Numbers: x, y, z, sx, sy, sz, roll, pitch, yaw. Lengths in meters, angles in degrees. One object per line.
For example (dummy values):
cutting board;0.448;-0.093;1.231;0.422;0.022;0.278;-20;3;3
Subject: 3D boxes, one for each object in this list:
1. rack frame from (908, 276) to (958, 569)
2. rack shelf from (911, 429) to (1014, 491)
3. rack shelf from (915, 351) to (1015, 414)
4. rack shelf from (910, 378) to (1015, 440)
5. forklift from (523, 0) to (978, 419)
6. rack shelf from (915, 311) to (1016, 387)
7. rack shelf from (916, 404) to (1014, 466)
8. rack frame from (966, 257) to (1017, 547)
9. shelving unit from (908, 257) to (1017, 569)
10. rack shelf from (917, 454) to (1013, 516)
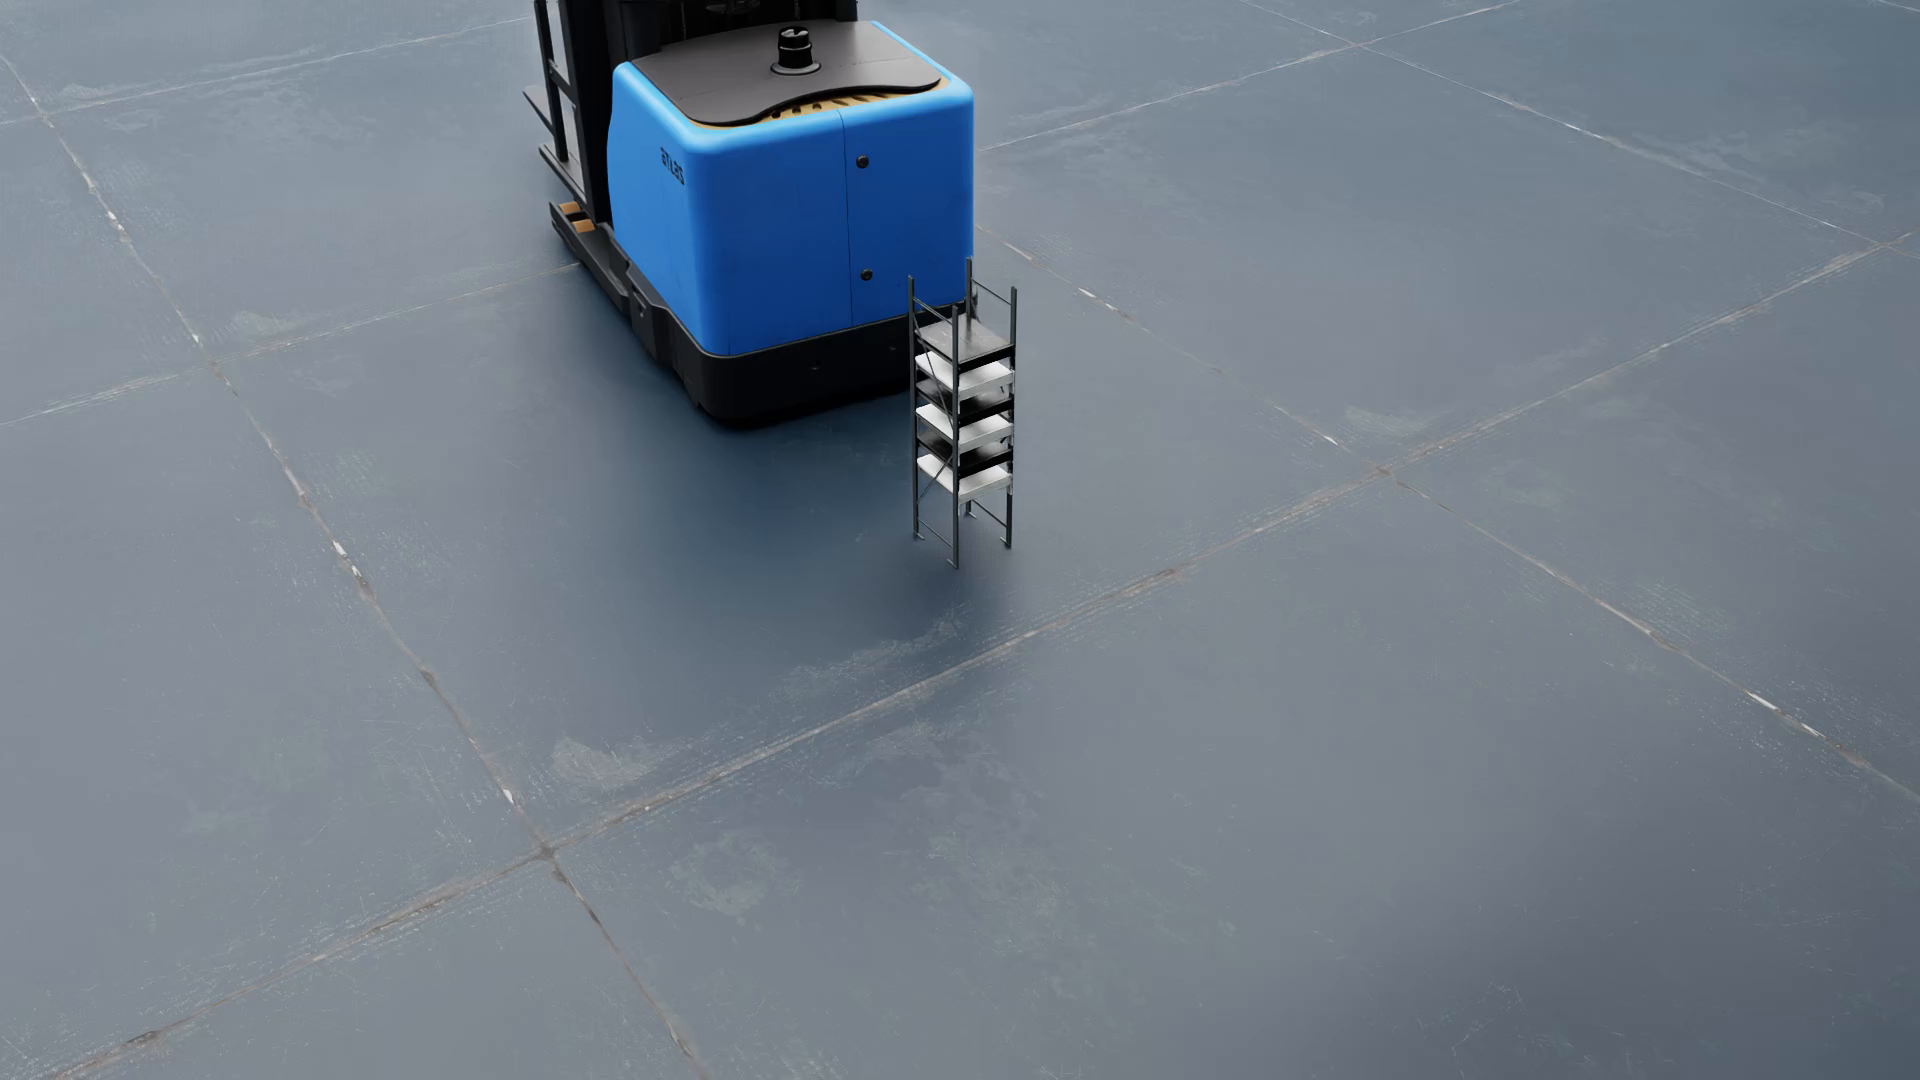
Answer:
rack frame;-0.076;-0.334;4.943;0.006;0.900;0.240;-22;41;-28
rack shelf;0.007;-0.268;5.063;0.200;0.077;0.258;-22;41;-28
rack shelf;0.007;-0.487;4.905;0.200;0.077;0.258;-22;41;-28
rack shelf;0.007;-0.414;4.958;0.200;0.077;0.258;-22;41;-28
forklift;-1.062;-2.450;6.147;1.130;2.935;3.031;-17;39;-22
rack shelf;0.007;-0.560;4.853;0.200;0.077;0.258;-22;41;-28
rack shelf;0.007;-0.341;5.011;0.200;0.077;0.258;-22;41;-28
rack frame;0.090;-0.402;5.039;0.006;0.900;0.240;-22;41;-28
shelving unit;0.007;-0.368;4.991;0.210;0.900;0.258;-22;41;-28
rack shelf;0.007;-0.195;5.116;0.200;0.077;0.258;-22;41;-28
